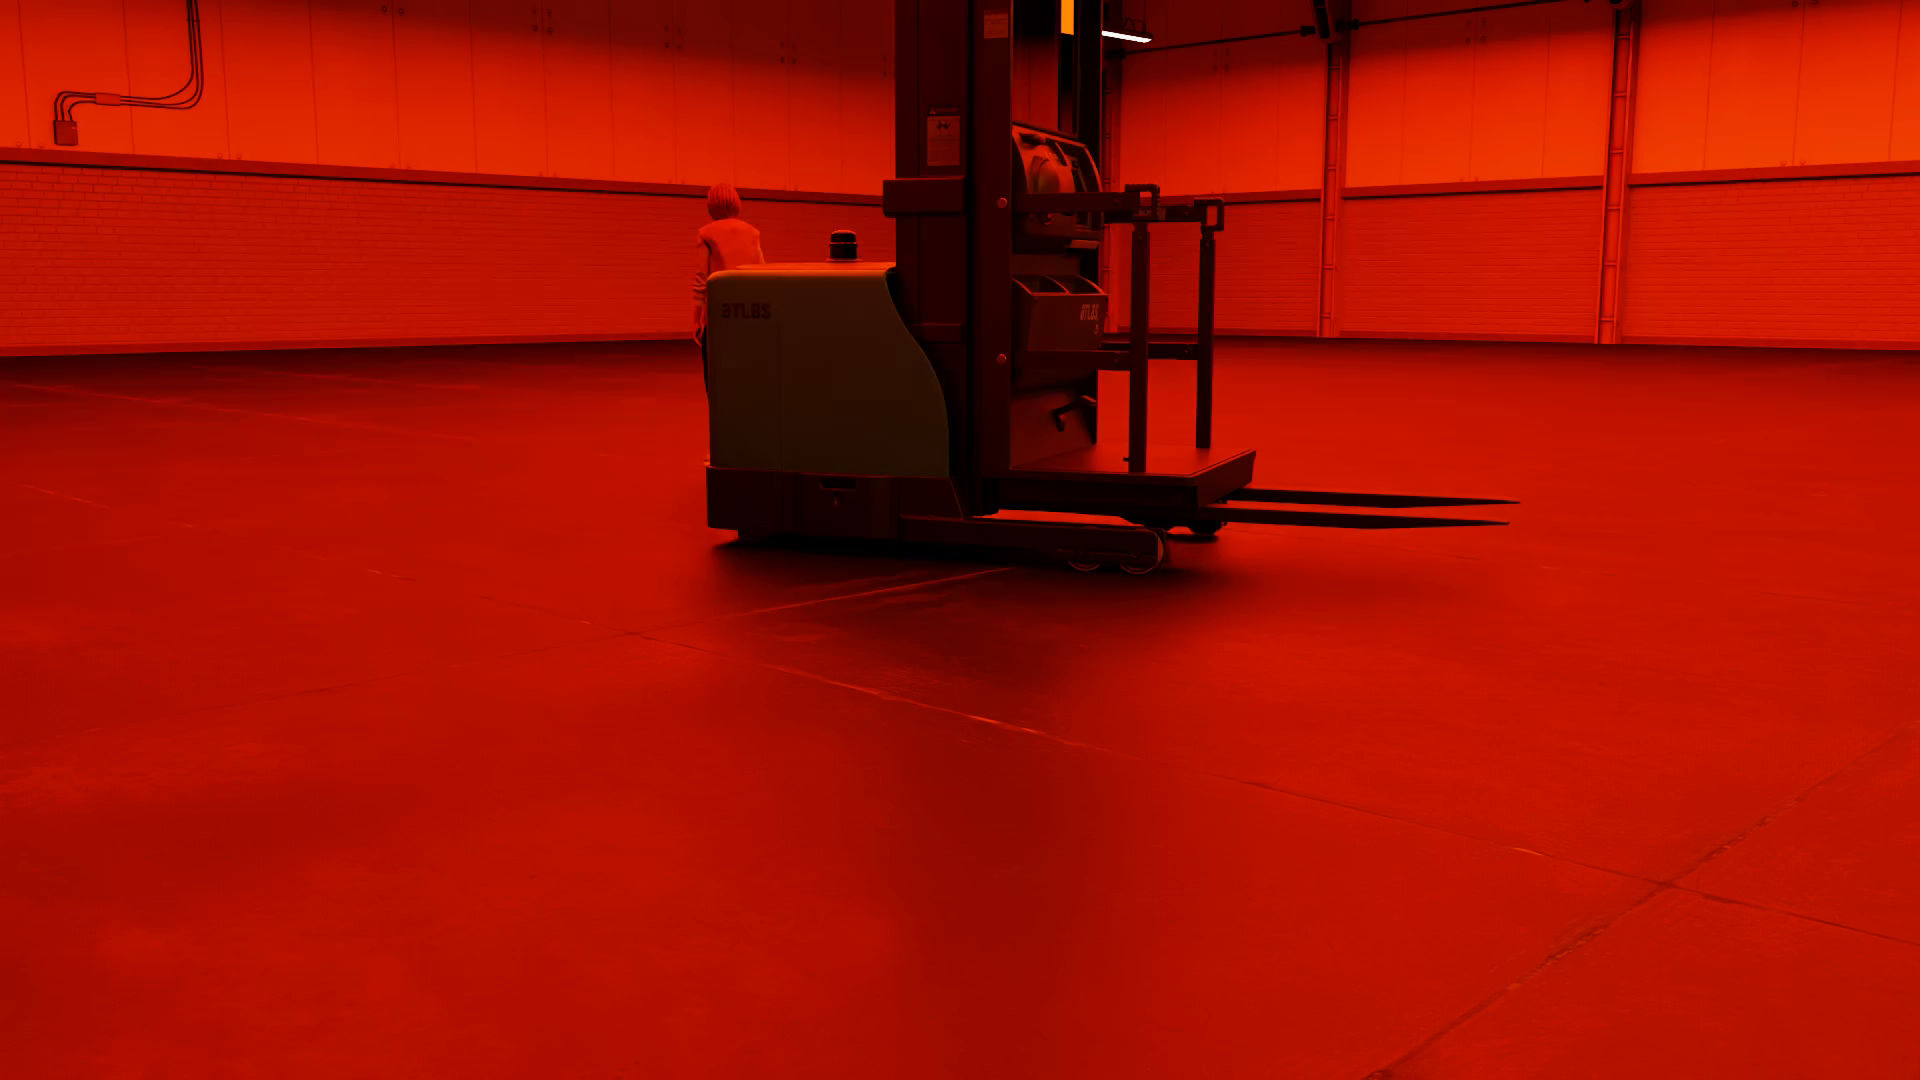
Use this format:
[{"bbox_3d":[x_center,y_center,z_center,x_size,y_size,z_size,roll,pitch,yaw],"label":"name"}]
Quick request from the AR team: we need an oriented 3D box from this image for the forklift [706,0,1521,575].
[{"bbox_3d":[0.565,-1.416,6.275,3.031,2.935,1.130,3,9,22],"label":"forklift"}]

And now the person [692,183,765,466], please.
[{"bbox_3d":[-1.281,-1.205,9.378,0.477,1.591,0.345,-4,10,-26],"label":"person"}]
